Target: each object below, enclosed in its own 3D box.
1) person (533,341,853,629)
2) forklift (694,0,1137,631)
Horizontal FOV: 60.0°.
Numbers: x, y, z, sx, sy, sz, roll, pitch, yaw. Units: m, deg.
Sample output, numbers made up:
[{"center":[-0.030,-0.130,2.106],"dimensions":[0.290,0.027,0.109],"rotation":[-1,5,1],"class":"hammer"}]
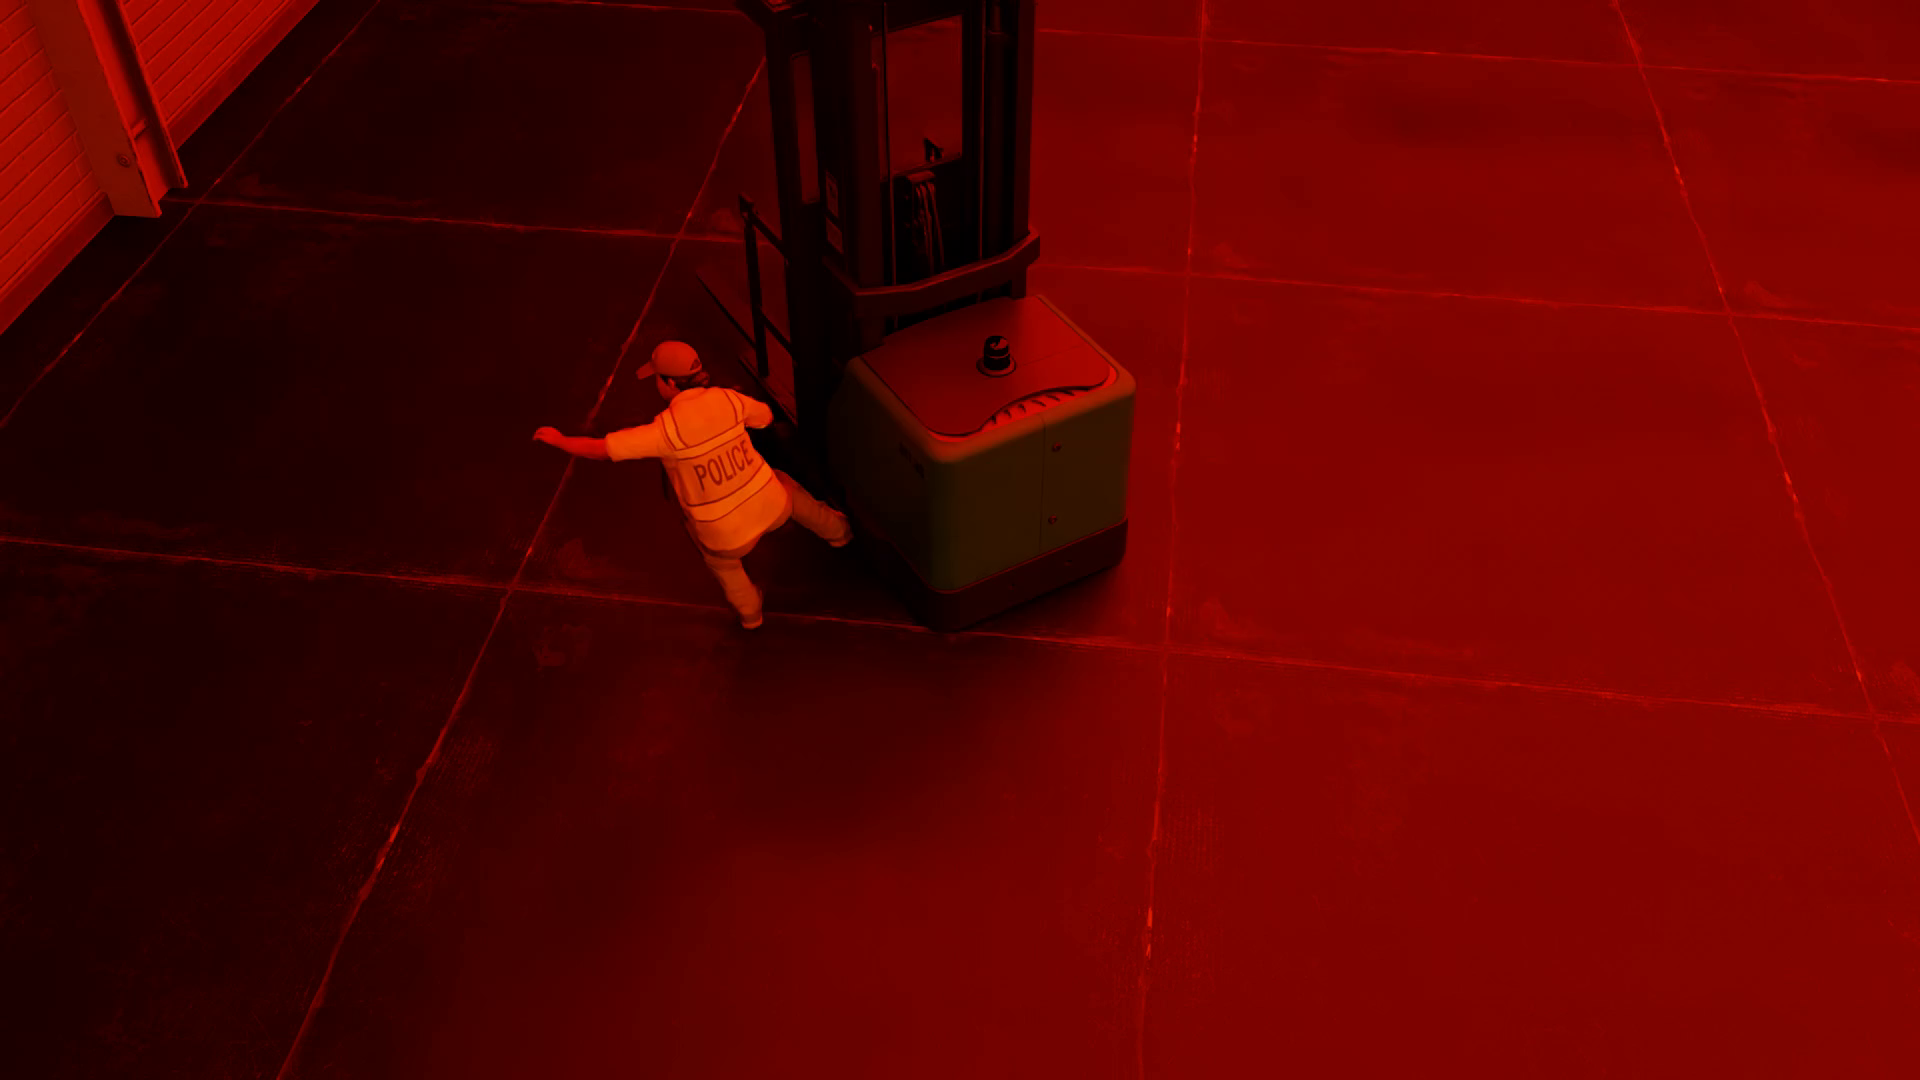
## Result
[{"center":[-1.003,-0.302,7.166],"dimensions":[1.358,1.423,0.833],"rotation":[-29,50,-28],"class":"person"},{"center":[-0.414,-1.657,7.528],"dimensions":[1.130,2.935,3.031],"rotation":[-22,47,-22],"class":"forklift"}]
